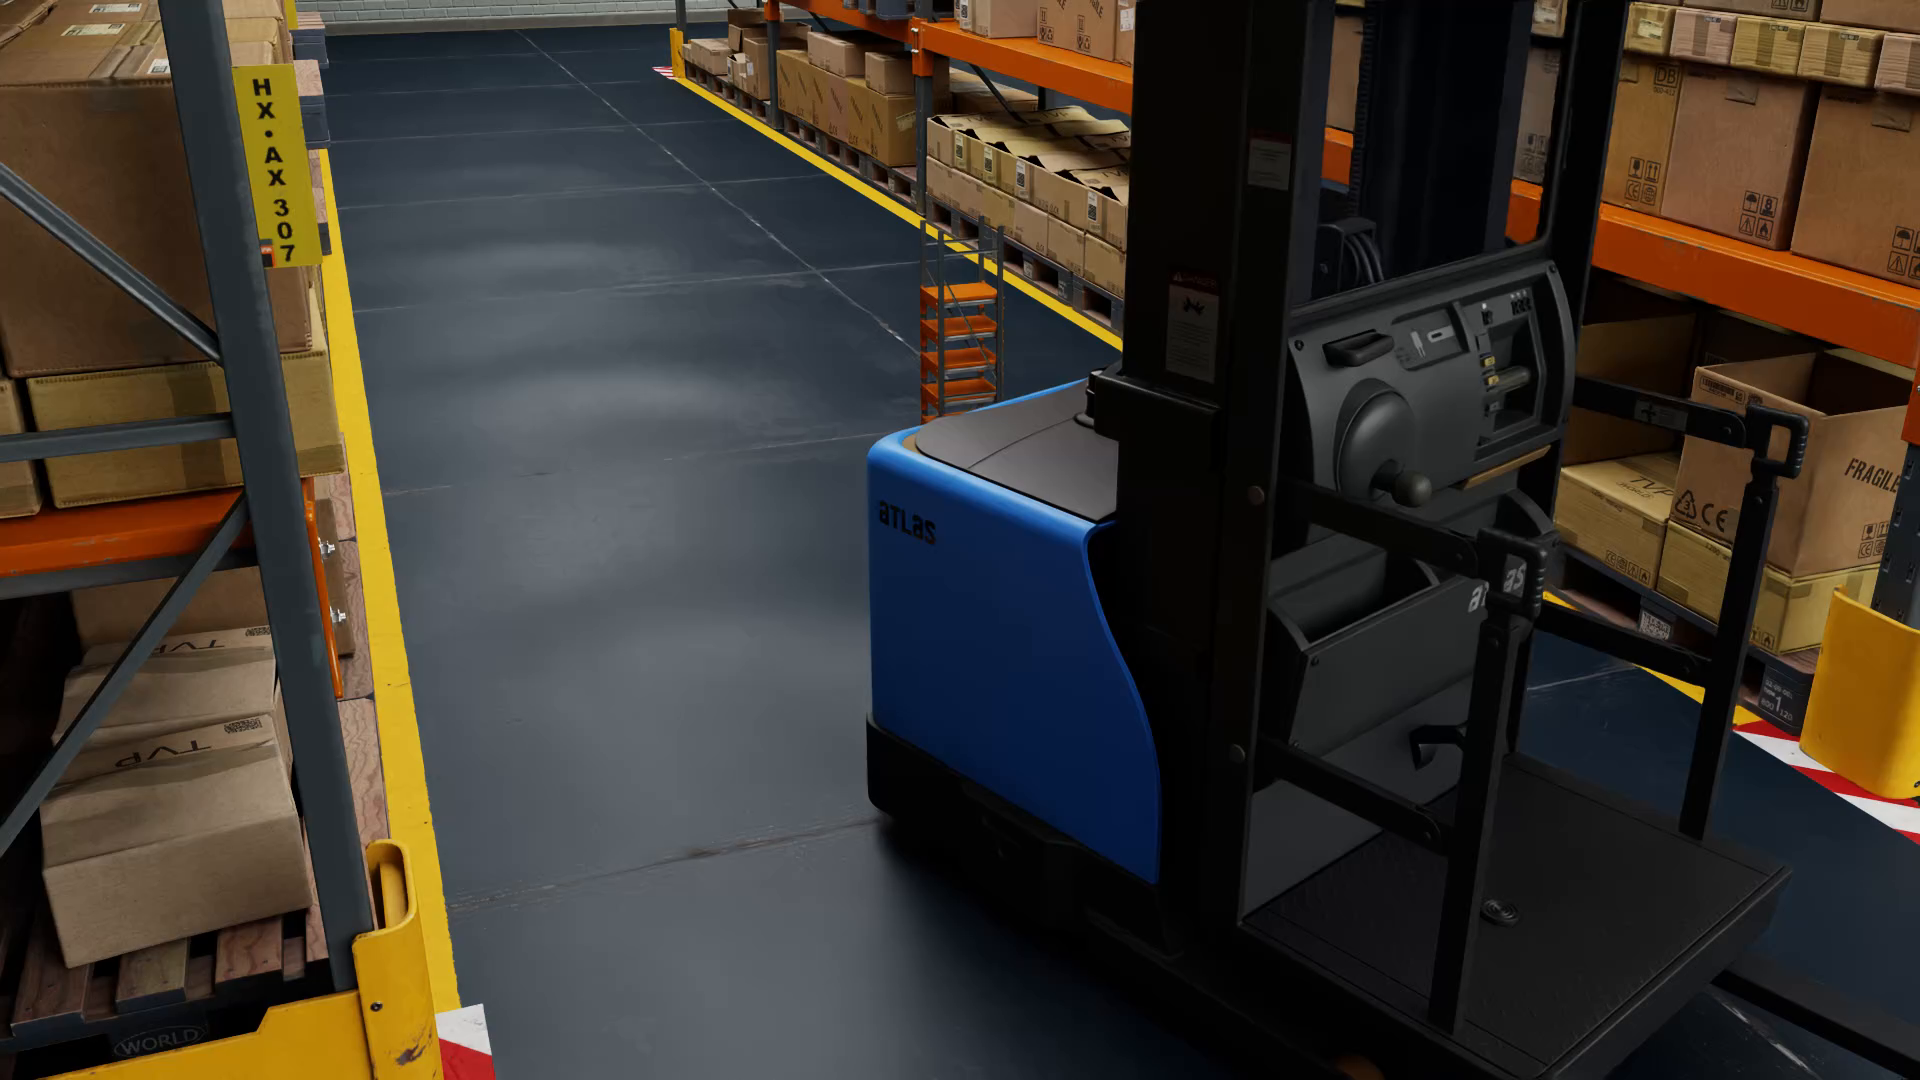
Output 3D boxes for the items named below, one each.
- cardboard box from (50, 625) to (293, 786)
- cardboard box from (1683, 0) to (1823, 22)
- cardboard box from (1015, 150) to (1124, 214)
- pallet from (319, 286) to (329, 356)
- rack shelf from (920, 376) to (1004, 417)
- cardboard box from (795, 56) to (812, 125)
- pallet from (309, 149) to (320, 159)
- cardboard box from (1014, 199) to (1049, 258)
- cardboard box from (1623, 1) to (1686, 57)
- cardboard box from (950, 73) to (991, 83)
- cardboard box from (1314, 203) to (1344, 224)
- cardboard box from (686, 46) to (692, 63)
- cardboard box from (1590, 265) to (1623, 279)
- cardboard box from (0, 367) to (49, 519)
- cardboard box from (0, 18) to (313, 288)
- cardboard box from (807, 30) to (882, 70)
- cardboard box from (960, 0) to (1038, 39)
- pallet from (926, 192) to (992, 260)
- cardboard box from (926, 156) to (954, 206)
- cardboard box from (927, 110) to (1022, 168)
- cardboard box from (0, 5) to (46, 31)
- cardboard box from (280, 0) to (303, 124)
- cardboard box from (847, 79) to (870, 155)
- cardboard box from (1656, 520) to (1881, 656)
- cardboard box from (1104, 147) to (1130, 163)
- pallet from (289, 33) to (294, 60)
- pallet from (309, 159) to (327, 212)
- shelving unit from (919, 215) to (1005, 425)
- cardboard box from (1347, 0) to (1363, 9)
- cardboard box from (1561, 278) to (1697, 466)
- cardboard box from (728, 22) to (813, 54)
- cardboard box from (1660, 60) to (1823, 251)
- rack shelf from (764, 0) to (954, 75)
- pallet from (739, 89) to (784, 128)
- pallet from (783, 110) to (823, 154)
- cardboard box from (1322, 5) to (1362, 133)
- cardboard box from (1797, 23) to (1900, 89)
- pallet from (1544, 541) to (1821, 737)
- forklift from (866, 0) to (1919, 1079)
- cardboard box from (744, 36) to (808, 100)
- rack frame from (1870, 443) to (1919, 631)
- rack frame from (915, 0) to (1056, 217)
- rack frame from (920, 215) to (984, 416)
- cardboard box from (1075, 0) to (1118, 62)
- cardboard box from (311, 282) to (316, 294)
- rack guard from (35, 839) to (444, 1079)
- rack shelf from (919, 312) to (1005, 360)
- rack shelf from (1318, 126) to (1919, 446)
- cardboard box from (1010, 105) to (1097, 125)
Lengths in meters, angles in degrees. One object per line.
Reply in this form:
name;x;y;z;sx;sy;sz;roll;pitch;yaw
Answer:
cardboard box;-1.985;0.432;4.258;0.500;0.311;0.500;-6;24;-15
cardboard box;2.647;-1.839;4.953;0.700;0.500;0.500;-9;24;-20
cardboard box;0.648;-2.113;9.680;0.500;0.311;0.500;-9;24;-20
pallet;-3.747;-1.029;8.418;1.003;0.211;1.213;-8;24;-19
rack shelf;0.005;-0.507;6.022;0.258;0.103;0.180;-8;24;-19
cardboard box;-1.088;-3.824;14.113;0.500;0.500;0.500;-8;24;-18
pallet;-5.519;-2.939;12.950;1.003;0.211;1.213;-8;24;-19
cardboard box;0.643;-1.860;9.801;0.500;0.250;0.500;-8;24;-18
cardboard box;2.332;-1.647;5.332;0.380;0.149;0.250;-8;24;-17
cardboard box;-0.072;-3.349;12.986;0.500;0.500;0.500;-9;24;-20
cardboard box;1.652;-1.148;7.145;0.500;0.500;0.500;-8;24;-19
cardboard box;-2.728;-5.235;17.890;0.380;0.166;0.250;-8;24;-19
cardboard box;2.501;-0.857;6.456;0.500;0.500;0.500;-8;24;-19
cardboard box;-1.970;-0.217;3.070;0.500;0.250;0.500;-8;24;-18
cardboard box;-1.676;-0.815;3.523;0.500;0.500;0.500;-8;24;-19
cardboard box;-0.933;-3.998;13.561;0.500;0.250;0.500;-8;24;-19
cardboard box;0.319;-3.329;10.400;0.500;0.311;0.500;-9;24;-20
pallet;0.438;-2.132;11.036;1.003;0.211;1.213;-8;24;-19
cardboard box;0.094;-2.417;11.122;0.500;0.250;0.500;-8;24;-19
cardboard box;0.094;-2.676;11.013;0.500;0.311;0.500;-7;24;-17
cardboard box;-2.344;-0.933;3.803;0.500;0.500;0.500;-9;24;-20
cardboard box;-2.398;-1.563;5.297;0.500;0.500;0.500;-8;24;-19
cardboard box;-0.549;-3.268;12.793;0.500;0.500;0.500;-9;25;-21
cardboard box;2.544;0.105;5.139;0.500;0.250;0.500;-8;24;-19
cardboard box;1.140;-2.195;9.874;0.500;0.311;0.500;-8;24;-18
pallet;-3.712;-2.238;7.945;1.003;0.211;1.213;-8;24;-19
pallet;-5.084;-2.495;11.897;1.003;0.211;1.213;-8;24;-19
shelving unit;0.005;-0.548;6.005;0.258;1.200;0.189;-8;24;-19
cardboard box;1.786;-2.209;6.665;0.380;0.149;0.250;-9;24;-19
cardboard box;2.175;-0.602;5.850;0.500;0.500;0.500;-8;24;-19
cardboard box;-1.898;-4.909;16.683;0.797;0.503;0.637;-8;24;-19
cardboard box;2.667;-1.222;5.159;0.700;0.500;0.500;-8;24;-18
rack shelf;-0.523;-4.116;13.081;1.077;0.370;4.000;-8;24;-19
pallet;-1.471;-4.139;15.799;1.003;0.211;1.213;-8;24;-19
pallet;-0.907;-3.599;14.518;1.003;0.211;1.213;-8;24;-19
cardboard box;1.952;-1.963;6.916;0.700;0.500;0.500;-9;24;-20
cardboard box;2.603;-1.367;4.667;0.380;0.149;0.250;-8;24;-18
pallet;2.701;0.198;5.507;1.003;0.211;1.213;-8;24;-19
forklift;1.109;-0.306;3.201;1.130;2.935;3.031;-19;29;-38
cardboard box;-1.696;-4.394;15.464;0.500;0.500;0.500;-8;24;-19
rack frame;3.010;-0.814;4.320;1.000;3.000;0.127;-8;24;-19
rack frame;0.184;-3.721;11.217;1.000;3.000;0.127;-8;24;-19
rack frame;-0.027;-0.581;6.083;0.240;1.200;0.006;-8;24;-19
cardboard box;0.978;-2.969;9.302;0.500;0.500;0.500;-8;24;-19
cardboard box;-1.695;-0.481;3.697;0.500;0.250;0.500;-9;25;-21
rack guard;-1.650;0.991;3.255;1.175;0.500;0.348;-8;24;-19
rack shelf;0.005;-0.728;5.929;0.258;0.103;0.180;-8;24;-19
rack shelf;2.303;-1.210;6.184;1.077;0.370;4.000;-8;24;-19
cardboard box;0.599;-2.750;11.189;0.500;0.311;0.500;-8;24;-18
